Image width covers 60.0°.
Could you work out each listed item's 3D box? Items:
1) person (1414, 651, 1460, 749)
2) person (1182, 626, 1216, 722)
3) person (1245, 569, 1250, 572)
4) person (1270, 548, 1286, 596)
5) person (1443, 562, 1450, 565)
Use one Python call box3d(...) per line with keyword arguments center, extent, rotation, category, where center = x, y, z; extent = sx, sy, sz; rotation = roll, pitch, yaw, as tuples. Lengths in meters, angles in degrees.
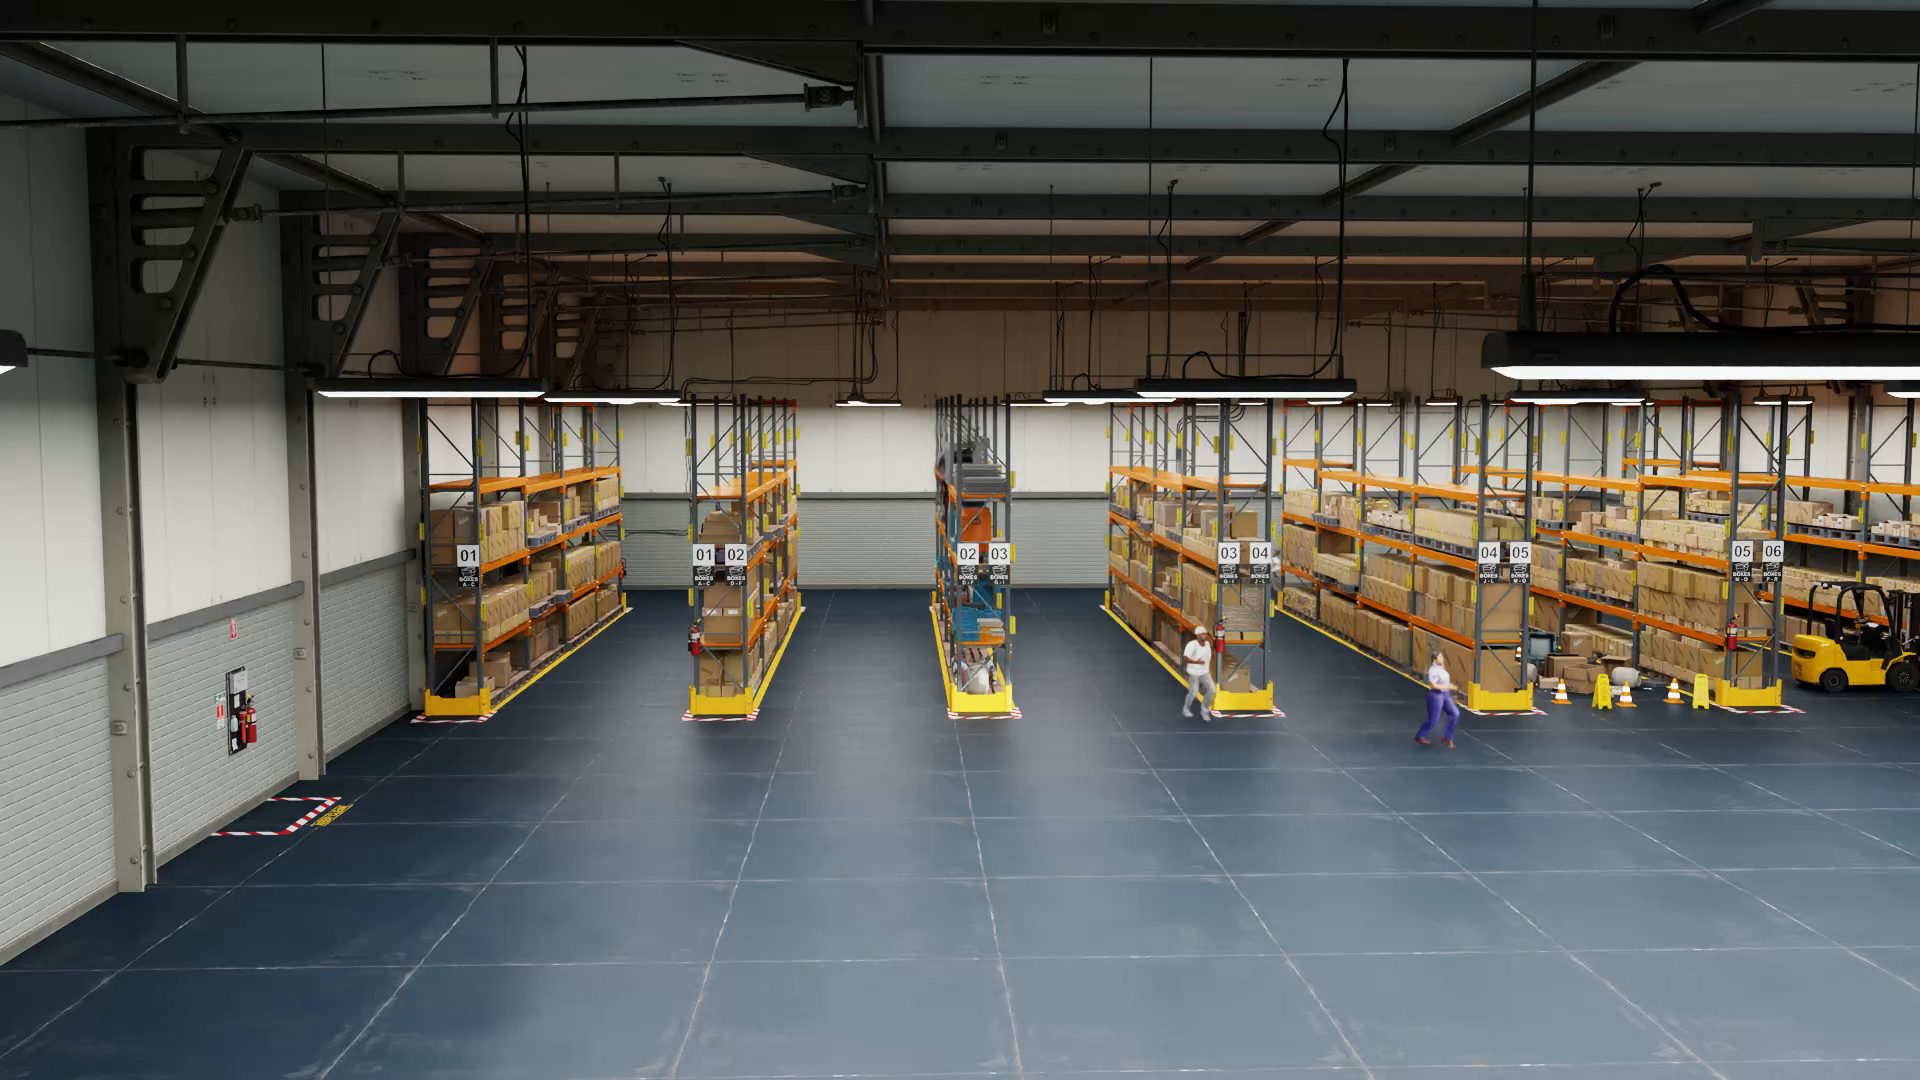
box3d(center=(8.091, 2.715, 28.157), extent=(0.733, 1.683, 0.606), rotation=(4, 6, 41), category="person")
box3d(center=(4.387, 2.459, 30.552), extent=(0.715, 1.773, 0.784), rotation=(-2, 5, -27), category="person")
box3d(center=(7.922, 1.166, 47.094), extent=(0.706, 1.696, 0.539), rotation=(0, 5, 2), category="person")
box3d(center=(9.255, 1.060, 48.893), extent=(0.842, 1.662, 0.654), rotation=(-1, 5, -11), category="person")
box3d(center=(14.676, 0.996, 49.347), extent=(0.687, 1.816, 0.736), rotation=(2, 5, 21), category="person")
